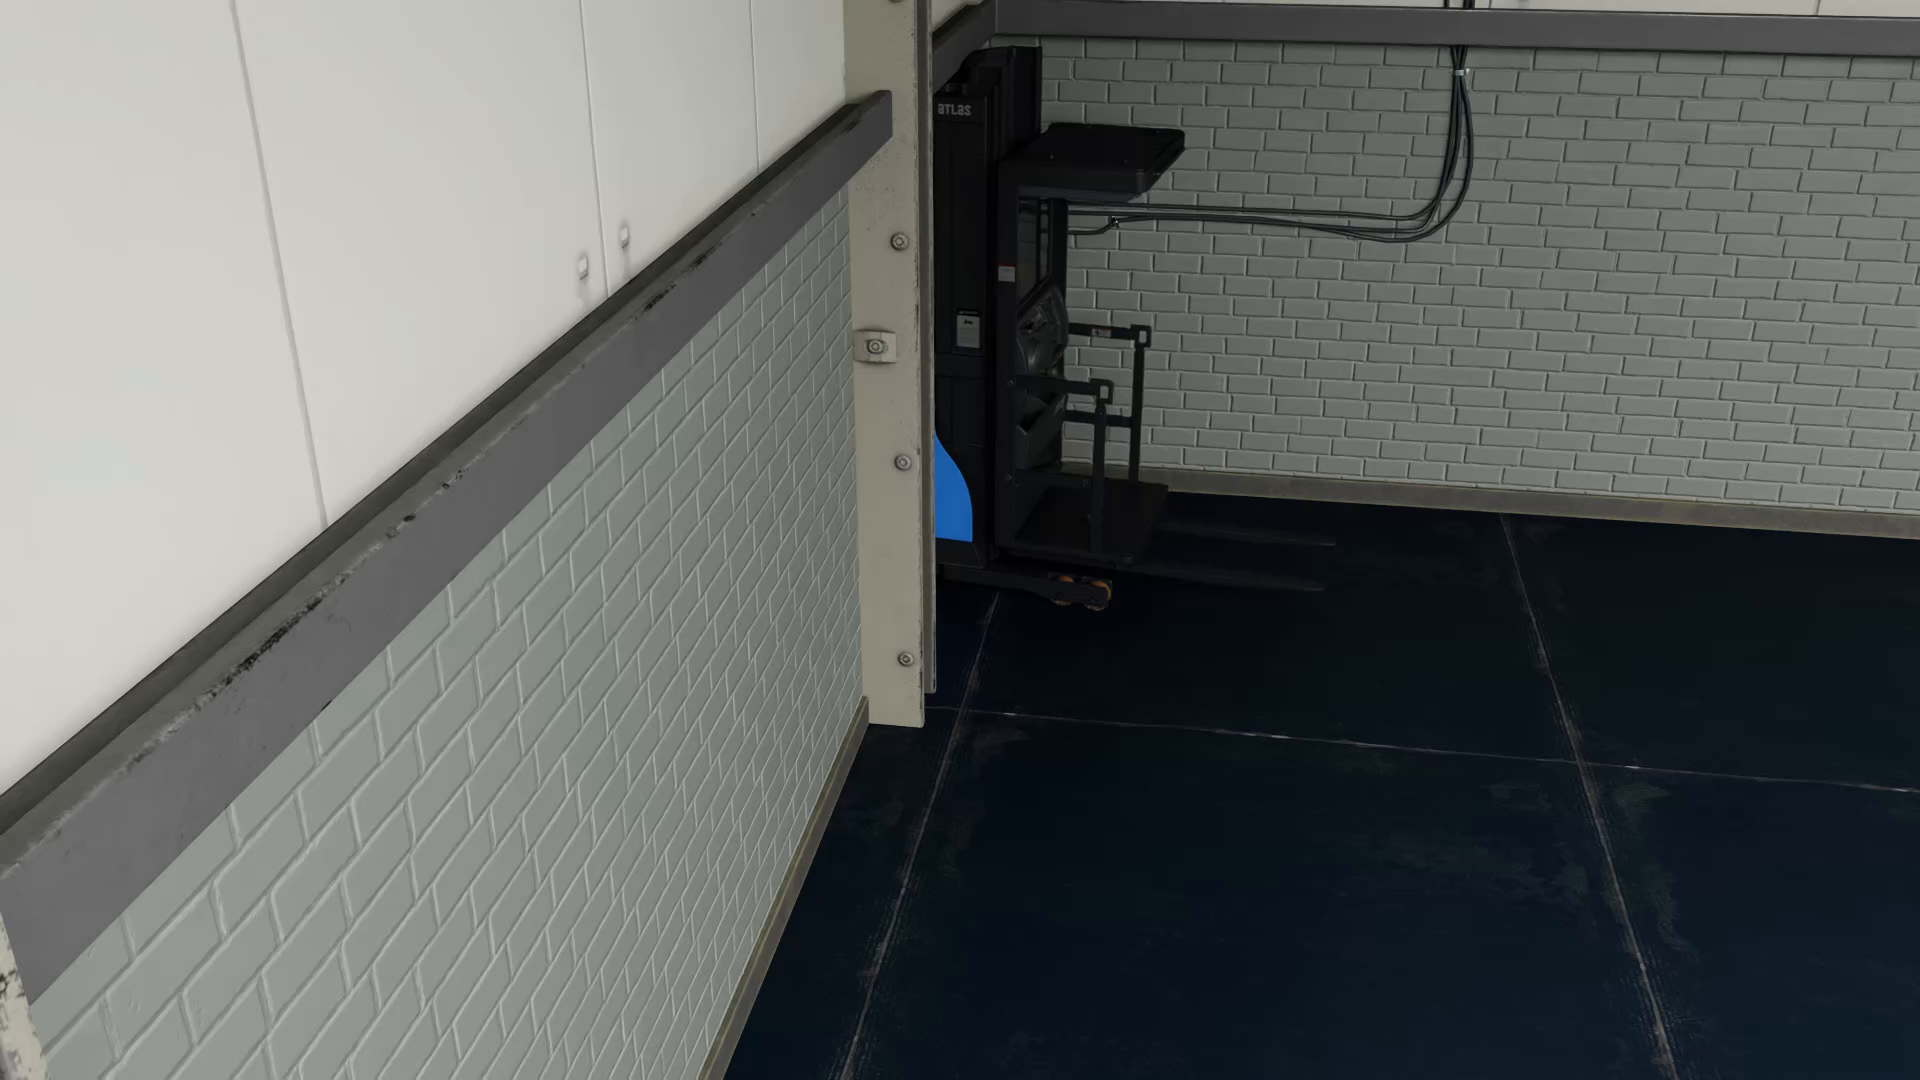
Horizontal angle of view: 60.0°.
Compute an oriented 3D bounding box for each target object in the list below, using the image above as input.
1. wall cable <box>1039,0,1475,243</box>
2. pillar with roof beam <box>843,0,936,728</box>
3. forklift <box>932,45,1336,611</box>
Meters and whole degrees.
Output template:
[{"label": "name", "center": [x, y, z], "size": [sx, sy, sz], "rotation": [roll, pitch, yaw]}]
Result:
[{"label": "wall cable", "center": [1.480, -2.972, 9.647], "size": [3.097, 2.526, 0.112], "rotation": [4, 25, 9]}, {"label": "pillar with roof beam", "center": [3.941, -2.939, 5.915], "size": [9.100, 9.000, 0.400], "rotation": [4, 25, 9]}, {"label": "forklift", "center": [0.654, -1.181, 9.316], "size": [3.031, 2.935, 1.130], "rotation": [8, 26, 16]}]
